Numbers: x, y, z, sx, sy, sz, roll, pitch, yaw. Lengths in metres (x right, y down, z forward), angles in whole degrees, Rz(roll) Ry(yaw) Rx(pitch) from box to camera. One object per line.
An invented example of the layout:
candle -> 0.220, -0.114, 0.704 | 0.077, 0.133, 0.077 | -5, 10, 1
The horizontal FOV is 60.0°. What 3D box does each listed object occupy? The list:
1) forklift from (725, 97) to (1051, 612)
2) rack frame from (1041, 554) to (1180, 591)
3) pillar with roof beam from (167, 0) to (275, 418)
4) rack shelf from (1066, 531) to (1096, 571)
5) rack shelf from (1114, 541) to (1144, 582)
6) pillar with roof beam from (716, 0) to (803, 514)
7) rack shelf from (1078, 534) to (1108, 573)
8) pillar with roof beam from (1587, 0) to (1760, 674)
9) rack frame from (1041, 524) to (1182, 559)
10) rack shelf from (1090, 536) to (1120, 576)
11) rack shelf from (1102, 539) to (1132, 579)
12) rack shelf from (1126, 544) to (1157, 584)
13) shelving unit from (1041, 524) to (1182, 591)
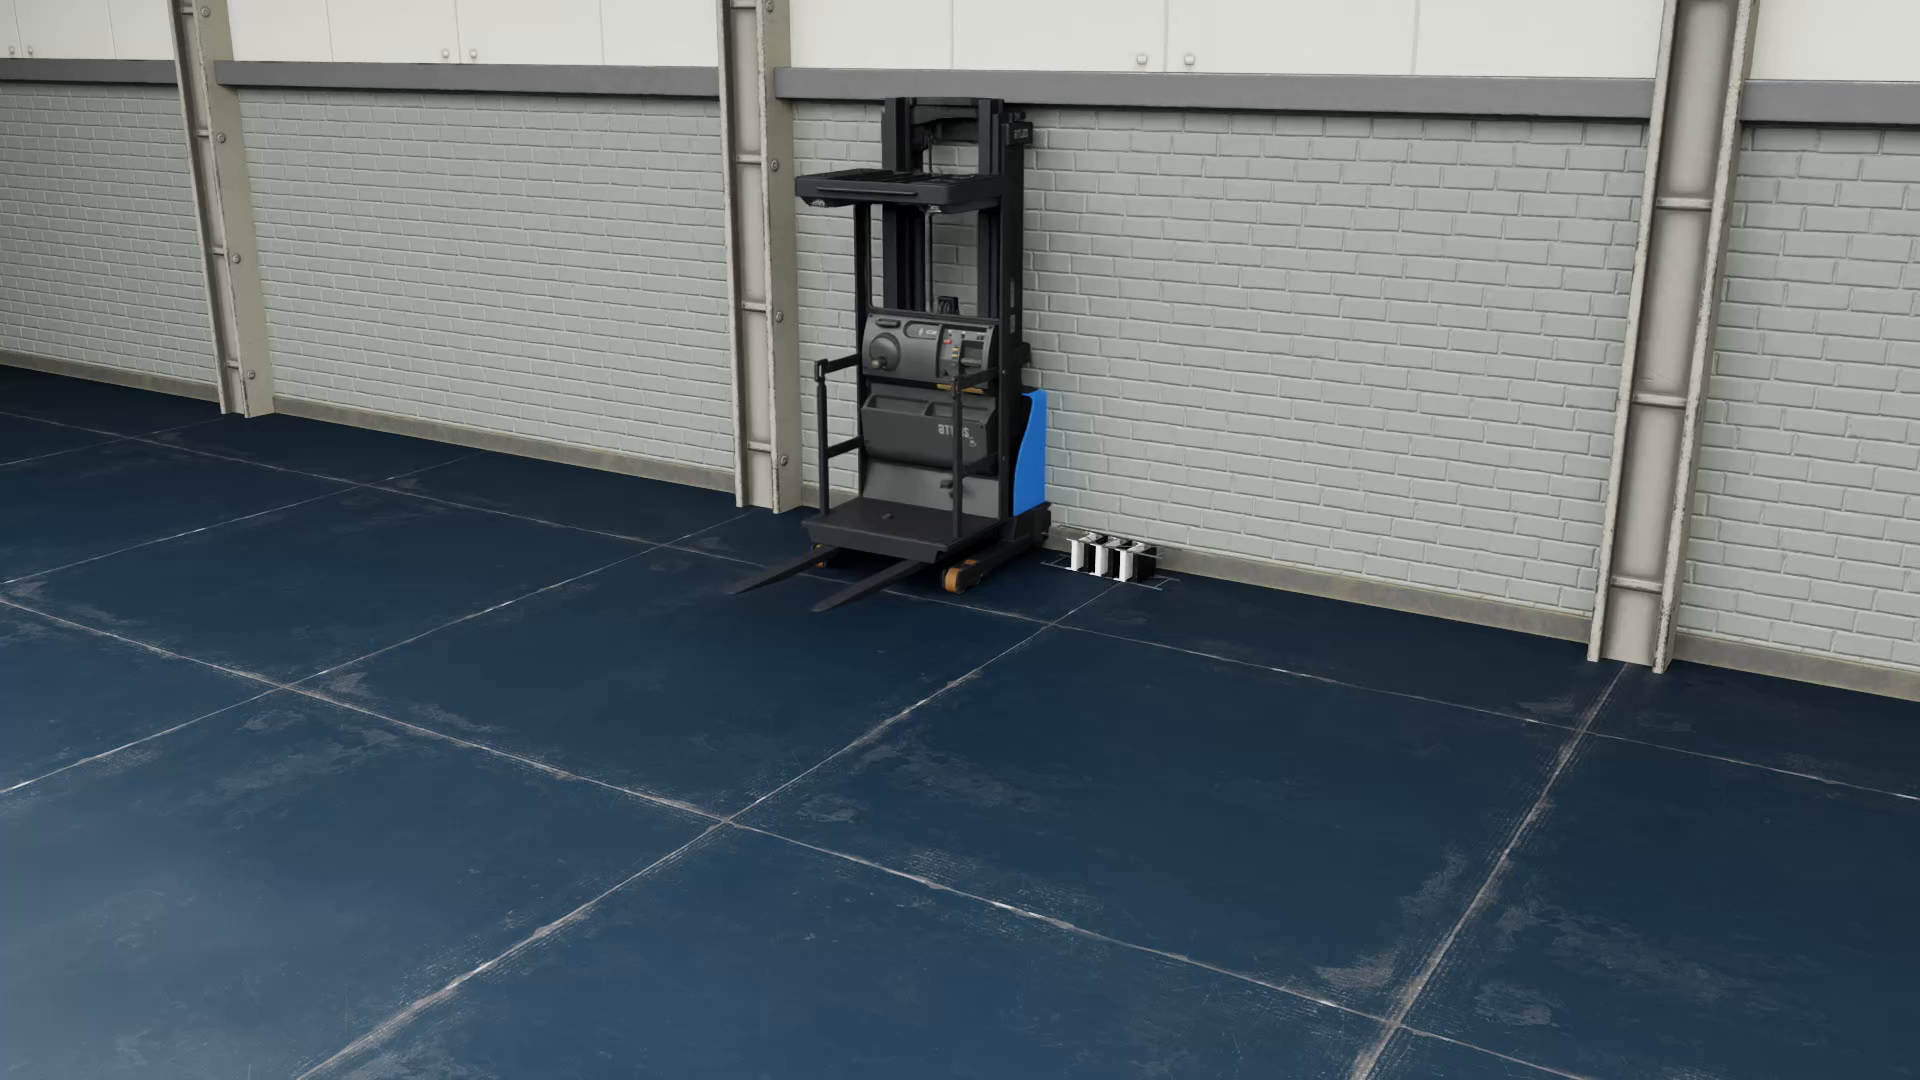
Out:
forklift -> -0.310, -1.219, 10.350 | 1.130, 2.935, 3.031 | 10, 19, 29
rack frame -> 0.960, 0.203, 10.688 | 0.900, 0.006, 0.240 | 12, 21, 34
pillar with roof beam -> -8.763, -4.409, 10.412 | 0.400, 9.000, 9.100 | 10, 20, 30
rack shelf -> 0.788, 0.068, 10.778 | 0.077, 0.200, 0.258 | 12, 21, 34
rack shelf -> 1.080, 0.132, 10.576 | 0.077, 0.200, 0.258 | 12, 21, 34
pillar with roof beam -> -3.650, -3.496, 7.408 | 0.400, 9.000, 9.100 | 10, 20, 30
rack shelf -> 0.861, 0.084, 10.727 | 0.077, 0.200, 0.258 | 12, 21, 34
pillar with roof beam -> 1.463, -2.583, 4.403 | 0.400, 9.000, 9.100 | 10, 20, 30
rack frame -> 0.962, 0.009, 10.628 | 0.900, 0.006, 0.240 | 12, 21, 34
rack shelf -> 0.934, 0.100, 10.677 | 0.077, 0.200, 0.258 | 12, 21, 34
rack shelf -> 1.007, 0.116, 10.627 | 0.077, 0.200, 0.258 | 12, 21, 34
rack shelf -> 1.153, 0.148, 10.526 | 0.077, 0.200, 0.258 | 12, 21, 34
shelving unit -> 0.961, 0.106, 10.658 | 0.900, 0.210, 0.258 | 12, 21, 34
